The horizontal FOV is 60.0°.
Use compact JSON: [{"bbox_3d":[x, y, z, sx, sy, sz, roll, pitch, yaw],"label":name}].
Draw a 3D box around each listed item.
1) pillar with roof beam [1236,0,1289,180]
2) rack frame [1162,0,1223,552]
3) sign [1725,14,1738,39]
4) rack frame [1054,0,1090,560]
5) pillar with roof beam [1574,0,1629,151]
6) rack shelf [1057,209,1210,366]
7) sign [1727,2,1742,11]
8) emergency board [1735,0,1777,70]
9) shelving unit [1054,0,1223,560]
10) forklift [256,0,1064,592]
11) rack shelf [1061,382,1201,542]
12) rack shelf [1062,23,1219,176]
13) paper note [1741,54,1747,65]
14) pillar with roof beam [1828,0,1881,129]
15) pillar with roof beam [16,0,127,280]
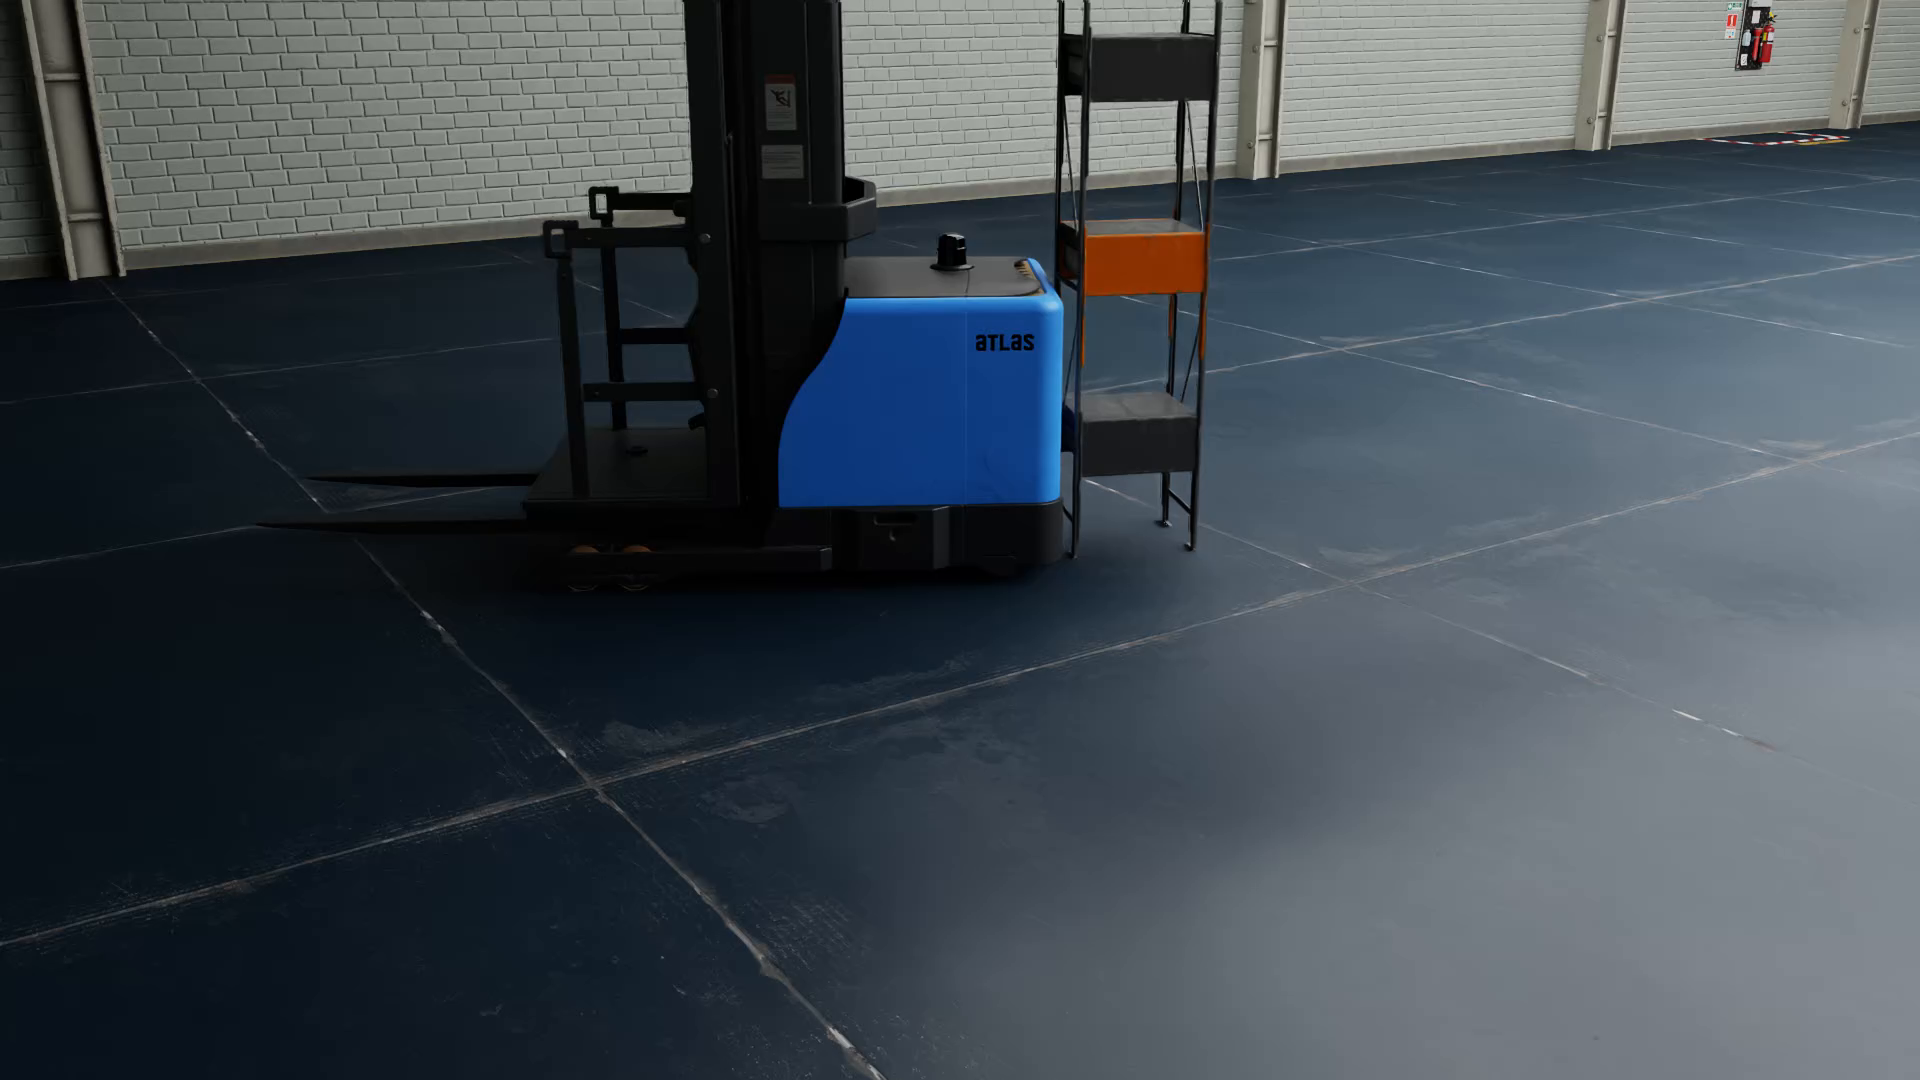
[{"bbox_3d":[5.758,-7.256,14.157,0.400,9.000,9.100,-12,22,-31],"label":"pillar with roof beam"},{"bbox_3d":[0.894,-1.009,6.452,0.015,2.100,0.400,-4,19,-10],"label":"rack frame"},{"bbox_3d":[10.809,-7.201,23.306,0.234,0.329,0.001,-12,22,-31],"label":"sign"},{"bbox_3d":[0.414,-0.980,6.364,0.015,2.100,0.400,-4,19,-10],"label":"rack frame"},{"bbox_3d":[10.769,-8.313,17.283,0.400,9.000,9.100,-12,22,-31],"label":"pillar with roof beam"},{"bbox_3d":[0.654,-0.982,6.412,0.480,0.518,0.431,-4,19,-10],"label":"rack shelf"},{"bbox_3d":[10.818,-7.451,23.217,0.331,0.109,0.001,-12,22,-31],"label":"sign"},{"bbox_3d":[11.328,-7.254,23.518,0.643,1.169,0.194,-12,22,-31],"label":"emergency board"},{"bbox_3d":[0.654,-0.994,6.408,0.503,2.100,0.431,-4,19,-10],"label":"shelving unit"},{"bbox_3d":[-1.146,-1.370,6.220,3.031,2.935,1.130,-1,19,-3],"label":"forklift"},{"bbox_3d":[0.654,-0.318,6.636,0.480,0.518,0.431,-4,19,-10],"label":"rack shelf"},{"bbox_3d":[0.654,-1.645,6.188,0.480,0.518,0.431,-4,19,-10],"label":"rack shelf"},{"bbox_3d":[11.142,-6.824,23.622,0.142,0.148,0.016,-12,22,-31],"label":"paper note"},{"bbox_3d":[15.780,-9.370,20.409,0.400,9.000,9.100,-12,22,-31],"label":"pillar with roof beam"},{"bbox_3d":[-4.264,-5.142,7.905,0.400,9.000,9.100,-12,22,-31],"label":"pillar with roof beam"}]
